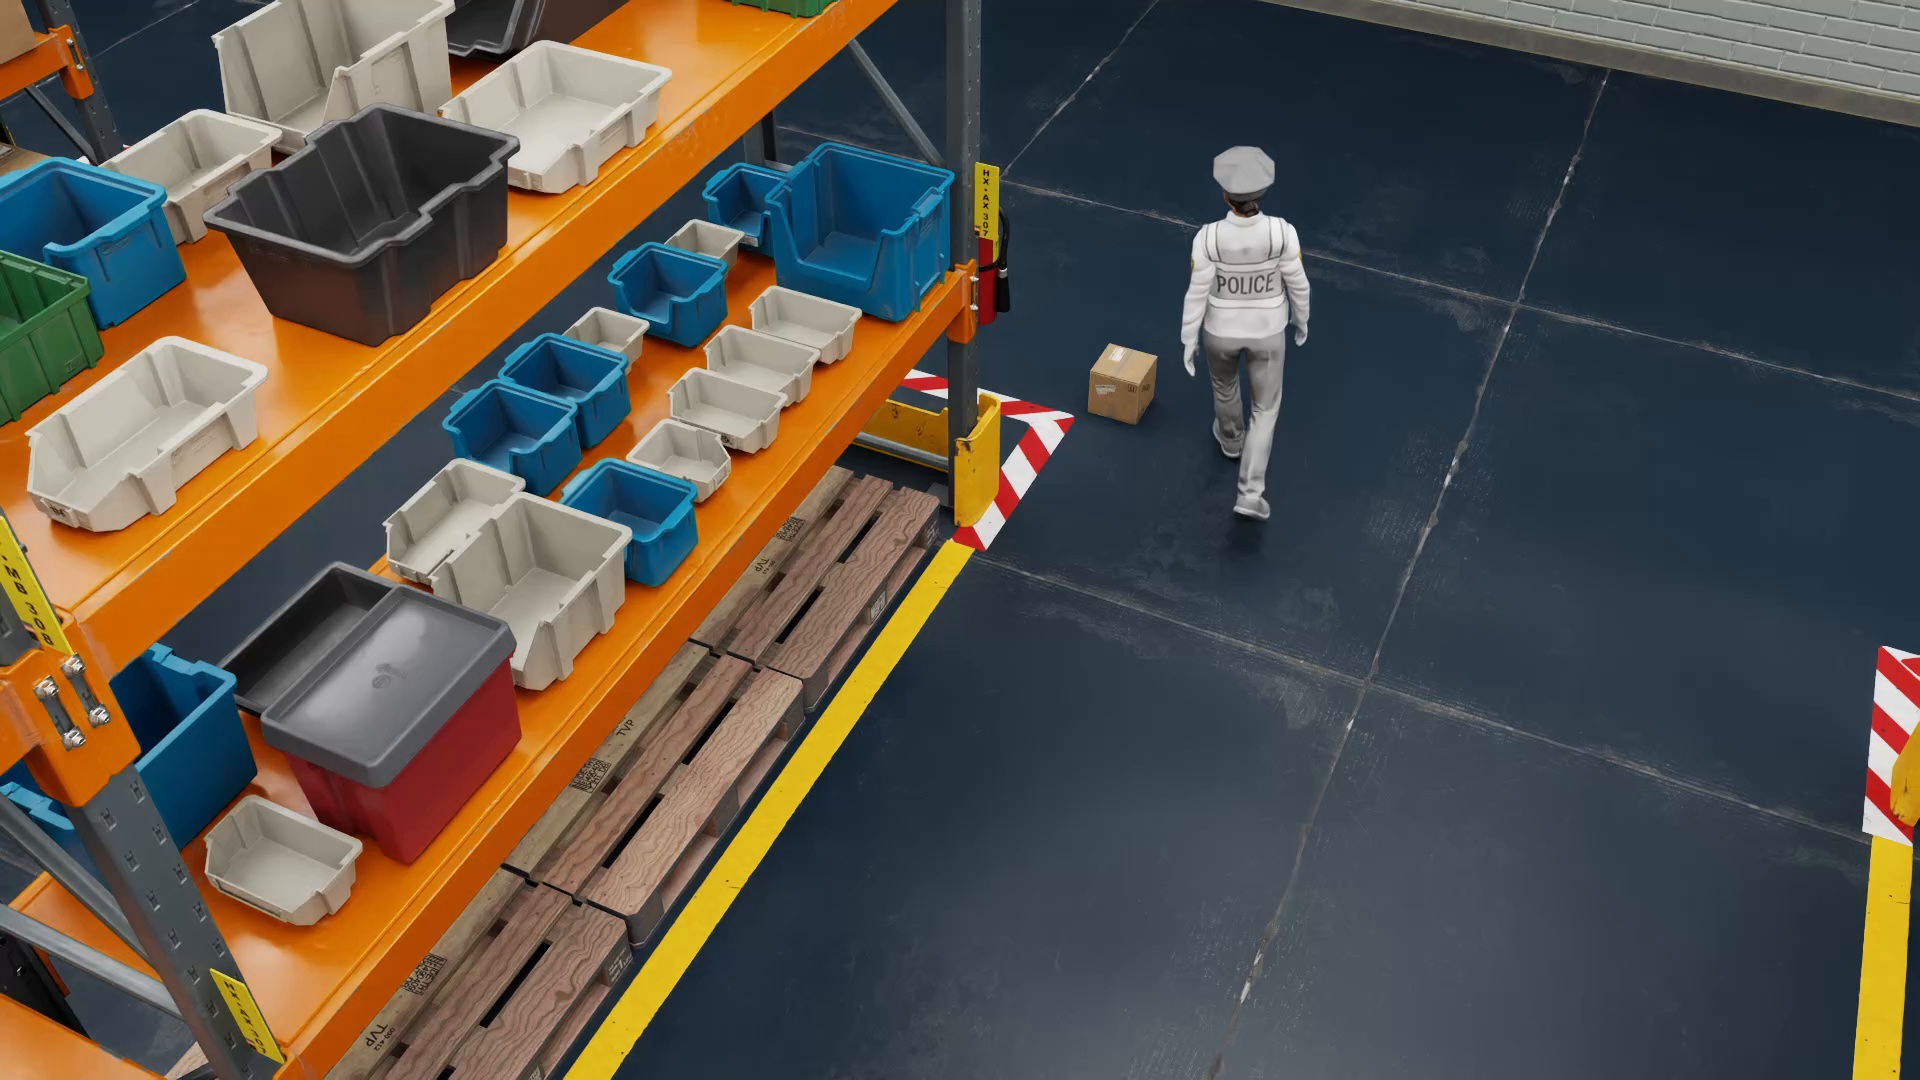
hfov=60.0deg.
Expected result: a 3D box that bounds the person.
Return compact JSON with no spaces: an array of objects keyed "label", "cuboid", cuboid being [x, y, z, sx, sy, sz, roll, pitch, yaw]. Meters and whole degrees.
[{"label":"person","cuboid":[1.219,-0.875,7.113,0.545,1.639,0.907,6,43,6]}]
